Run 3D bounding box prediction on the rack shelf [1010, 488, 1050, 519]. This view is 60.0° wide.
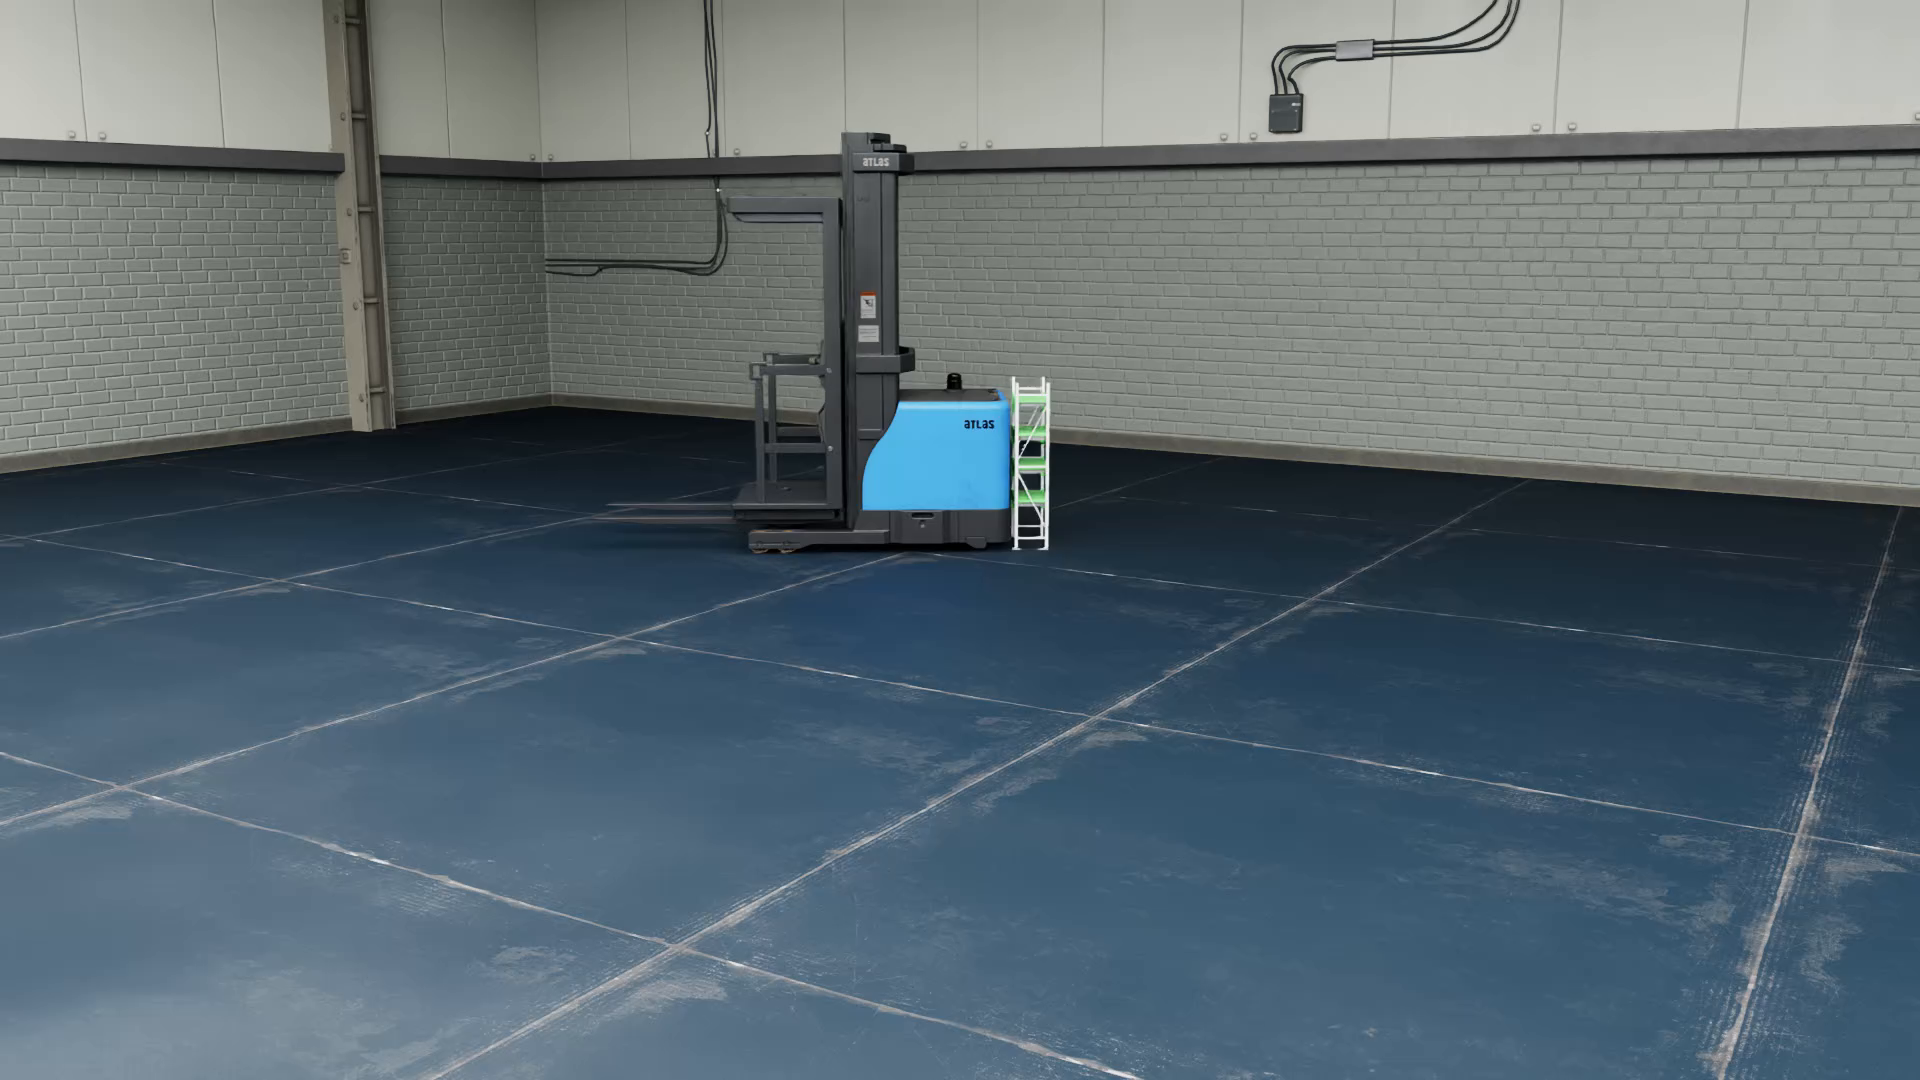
[{"bbox_3d":[0.510,-0.269,12.194,0.258,0.148,0.480,0,11,-1],"label":"rack shelf"}]

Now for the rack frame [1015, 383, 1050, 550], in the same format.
[{"bbox_3d":[0.516,-0.522,11.898,0.240,1.200,0.015,0,11,-1],"label":"rack frame"}]

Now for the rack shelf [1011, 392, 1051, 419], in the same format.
[{"bbox_3d":[0.511,-0.976,12.061,0.258,0.148,0.480,0,11,-1],"label":"rack shelf"}]

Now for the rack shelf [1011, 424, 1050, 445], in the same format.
[{"bbox_3d":[0.511,-0.740,12.105,0.258,0.148,0.480,0,11,-1],"label":"rack shelf"}]

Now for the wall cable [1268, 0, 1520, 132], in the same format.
[{"bbox_3d":[3.993,-6.803,15.010,2.305,6.003,0.169,6,12,31],"label":"wall cable"}]

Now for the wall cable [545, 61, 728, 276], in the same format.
[{"bbox_3d":[-4.113,-4.514,20.466,3.097,2.526,0.112,6,12,31],"label":"wall cable"}]

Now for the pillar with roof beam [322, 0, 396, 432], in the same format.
[{"bbox_3d":[-3.093,-5.292,16.184,9.100,9.000,0.400,6,12,31],"label":"pillar with roof beam"}]

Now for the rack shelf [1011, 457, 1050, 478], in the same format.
[{"bbox_3d":[0.510,-0.504,12.150,0.258,0.148,0.480,0,11,-1],"label":"rack shelf"}]

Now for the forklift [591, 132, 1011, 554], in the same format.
[{"bbox_3d":[-1.156,-1.442,12.107,3.031,2.935,1.130,0,11,-1],"label":"forklift"}]

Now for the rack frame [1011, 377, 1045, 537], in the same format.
[{"bbox_3d":[0.505,-0.612,12.378,0.240,1.200,0.015,0,11,-1],"label":"rack frame"}]

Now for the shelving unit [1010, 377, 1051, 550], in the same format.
[{"bbox_3d":[0.510,-0.567,12.138,0.258,1.200,0.503,0,11,-1],"label":"shelving unit"}]

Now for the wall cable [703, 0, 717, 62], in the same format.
[{"bbox_3d":[-1.801,-6.738,18.621,3.097,2.526,0.112,6,12,31],"label":"wall cable"}]
